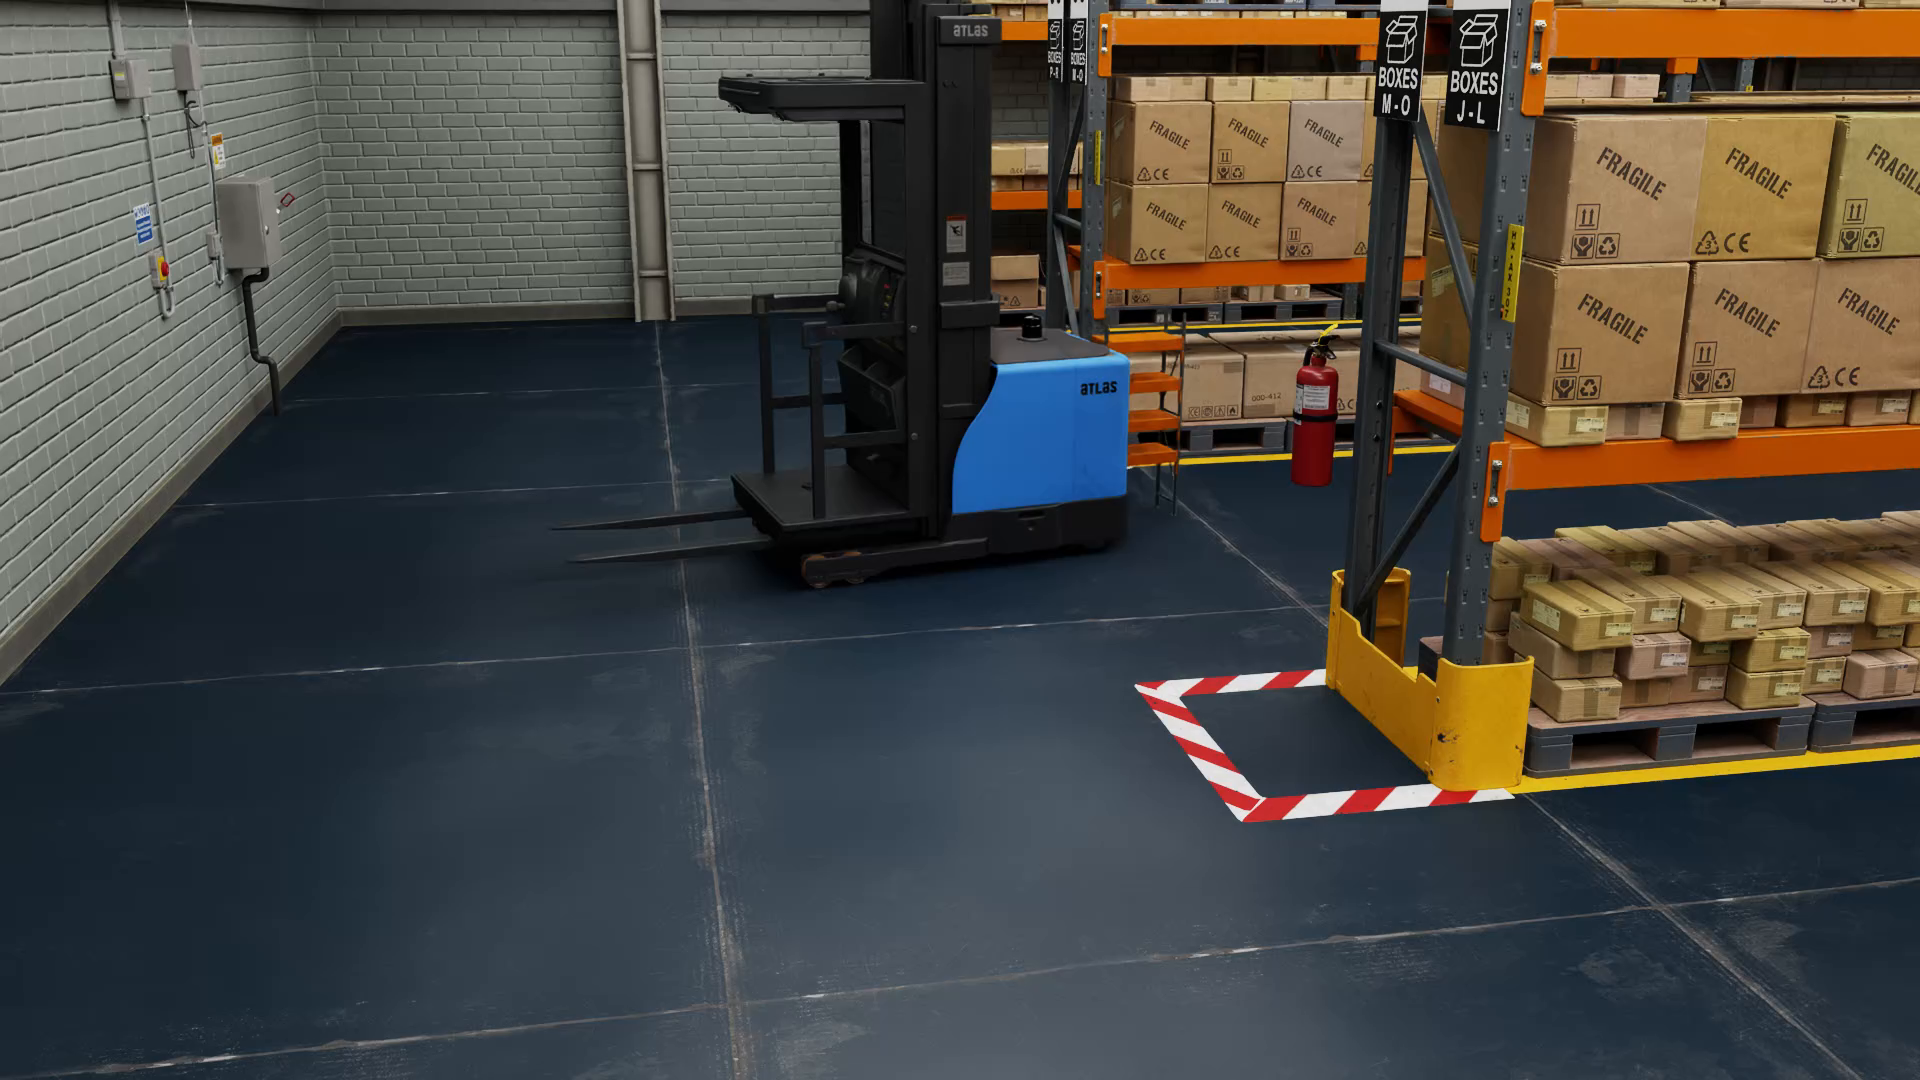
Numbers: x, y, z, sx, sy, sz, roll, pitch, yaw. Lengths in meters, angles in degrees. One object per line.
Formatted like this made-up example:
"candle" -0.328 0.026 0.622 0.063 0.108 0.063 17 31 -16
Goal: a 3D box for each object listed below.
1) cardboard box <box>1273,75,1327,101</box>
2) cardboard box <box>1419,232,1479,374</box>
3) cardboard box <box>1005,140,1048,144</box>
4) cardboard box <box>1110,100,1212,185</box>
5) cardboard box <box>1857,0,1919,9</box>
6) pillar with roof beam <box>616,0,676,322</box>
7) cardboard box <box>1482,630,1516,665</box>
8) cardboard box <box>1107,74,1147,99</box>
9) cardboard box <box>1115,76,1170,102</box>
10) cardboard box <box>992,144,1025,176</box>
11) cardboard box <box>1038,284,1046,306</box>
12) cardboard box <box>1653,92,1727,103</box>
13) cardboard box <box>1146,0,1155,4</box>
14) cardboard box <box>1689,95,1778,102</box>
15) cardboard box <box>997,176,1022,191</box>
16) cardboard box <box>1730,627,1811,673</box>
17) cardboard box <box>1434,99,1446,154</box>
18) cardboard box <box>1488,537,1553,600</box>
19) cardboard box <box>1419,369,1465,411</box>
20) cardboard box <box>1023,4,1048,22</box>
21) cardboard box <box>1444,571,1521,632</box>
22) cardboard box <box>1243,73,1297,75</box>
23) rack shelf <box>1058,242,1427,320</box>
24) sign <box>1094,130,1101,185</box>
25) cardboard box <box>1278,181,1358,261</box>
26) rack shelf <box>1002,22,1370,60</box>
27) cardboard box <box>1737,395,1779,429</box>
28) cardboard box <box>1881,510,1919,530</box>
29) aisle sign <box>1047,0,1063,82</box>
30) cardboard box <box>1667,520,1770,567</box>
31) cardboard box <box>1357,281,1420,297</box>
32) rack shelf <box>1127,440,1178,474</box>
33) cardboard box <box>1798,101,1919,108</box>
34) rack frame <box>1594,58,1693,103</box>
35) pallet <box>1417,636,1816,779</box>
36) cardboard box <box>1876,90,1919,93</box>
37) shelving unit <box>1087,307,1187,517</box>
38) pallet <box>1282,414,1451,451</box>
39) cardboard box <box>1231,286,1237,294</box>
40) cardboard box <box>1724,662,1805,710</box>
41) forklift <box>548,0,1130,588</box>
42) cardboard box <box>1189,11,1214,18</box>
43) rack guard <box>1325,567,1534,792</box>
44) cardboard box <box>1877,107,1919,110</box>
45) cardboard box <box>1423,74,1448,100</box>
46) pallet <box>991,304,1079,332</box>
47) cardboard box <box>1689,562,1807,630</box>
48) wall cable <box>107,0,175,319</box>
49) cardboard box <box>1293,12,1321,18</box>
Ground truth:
"cardboard box" 2.178 -2.923 10.740 0.250 0.149 0.380 -3 17 -10
"cardboard box" 2.184 -0.948 6.614 0.500 0.500 0.500 -3 17 -9
"cardboard box" 0.715 -3.712 16.038 0.500 0.250 0.500 -3 17 -10
"cardboard box" 1.278 -2.551 10.635 0.500 0.500 0.500 -4 17 -12
"cardboard box" 3.302 -2.033 5.969 0.500 0.250 0.500 -4 17 -12
"pillar with roof beam" -2.194 -5.248 11.071 0.400 9.000 9.100 -3 17 -10
"cardboard box" 2.269 0.413 6.997 0.250 0.149 0.380 -3 17 -10
"cardboard box" 1.067 -2.994 10.973 0.250 0.149 0.380 -3 17 -10
"cardboard box" 1.154 -2.856 10.525 0.250 0.149 0.380 -3 17 -9
"cardboard box" 0.304 -3.529 15.443 0.500 0.250 0.500 -3 17 -10
"cardboard box" 0.851 -2.368 16.054 0.250 0.149 0.380 -4 18 -13
"cardboard box" 5.071 -2.926 11.858 0.500 0.500 0.500 -3 17 -9
"cardboard box" 1.799 -5.056 15.305 0.500 0.250 0.500 -4 17 -11
"cardboard box" 5.167 -2.771 11.351 0.500 0.500 0.500 -3 17 -10
"cardboard box" 0.423 -3.358 15.564 0.250 0.149 0.380 -3 17 -9
"cardboard box" 3.130 0.384 6.585 0.250 0.149 0.380 -3 17 -9
"cardboard box" 3.272 -2.666 11.011 0.500 0.500 0.500 -3 17 -10
"cardboard box" 2.263 0.116 6.953 0.250 0.149 0.380 -3 17 -10
"cardboard box" 2.058 -0.639 6.711 0.250 0.149 0.380 -3 17 -10
"cardboard box" 0.672 -4.807 15.174 0.250 0.149 0.380 -3 17 -10
"cardboard box" 2.255 0.249 7.026 0.250 0.149 0.380 -4 17 -12
"cardboard box" 2.075 -3.050 11.156 0.250 0.149 0.380 -3 17 -11
"rack shelf" 2.717 -1.848 11.445 4.000 0.370 1.077 -3 17 -10
"sign" 0.852 -2.372 10.316 0.005 0.325 0.100 -3 17 -10
"cardboard box" 2.273 -2.132 10.973 0.500 0.500 0.500 -3 17 -11
"rack shelf" 1.771 -4.713 15.663 4.000 0.370 1.077 -3 17 -10
"cardboard box" 2.916 -0.542 6.397 0.250 0.149 0.380 -2 17 -8
"cardboard box" 4.303 -0.007 7.352 0.250 0.149 0.380 -3 17 -9
"aisle sign" 0.624 -3.409 10.873 0.004 0.787 0.394 -3 17 -10
"cardboard box" 3.270 0.040 7.199 0.250 0.149 0.380 -3 17 -8
"cardboard box" 4.253 -2.702 16.542 0.500 0.500 0.500 -2 17 -8
"rack shelf" 0.996 -0.464 9.674 0.480 0.148 0.258 -6 18 -21
"cardboard box" 3.718 -1.515 6.754 0.500 0.500 0.500 -4 17 -12
"rack frame" 4.680 -2.303 11.702 0.127 3.000 1.000 -3 17 -10
"pallet" 2.670 0.634 6.887 1.213 0.211 1.003 -3 17 -10
"cardboard box" 7.081 -3.040 12.228 0.500 0.500 0.500 -3 17 -9
"shelving unit" 0.999 -0.719 9.597 0.503 1.200 0.258 -6 18 -21
"pallet" 2.719 -0.882 11.823 1.213 0.211 1.003 -3 17 -10
"cardboard box" 2.616 -2.579 16.741 0.250 0.149 0.380 -3 17 -11
"cardboard box" 3.122 0.529 6.620 0.250 0.149 0.380 -3 17 -10
"forklift" -0.645 -1.331 8.655 3.031 2.935 1.130 -6 18 -20
"cardboard box" 2.175 -4.883 15.420 0.250 0.149 0.380 -3 17 -10
"rack guard" 1.866 0.531 6.730 0.348 0.500 1.175 -3 17 -10
"cardboard box" 3.791 -1.358 6.243 0.500 0.500 0.500 -4 17 -12
"cardboard box" 3.171 -2.977 10.919 0.250 0.149 0.380 -4 17 -12
"pallet" 0.665 -2.227 16.204 1.213 0.211 1.003 -3 17 -10
"cardboard box" 3.117 0.222 6.606 0.250 0.149 0.380 -4 18 -13
"wall cable" -4.779 -2.260 9.779 0.123 1.953 0.585 -3 17 -10
"cardboard box" 3.197 -4.930 15.573 0.250 0.149 0.380 -3 17 -11
